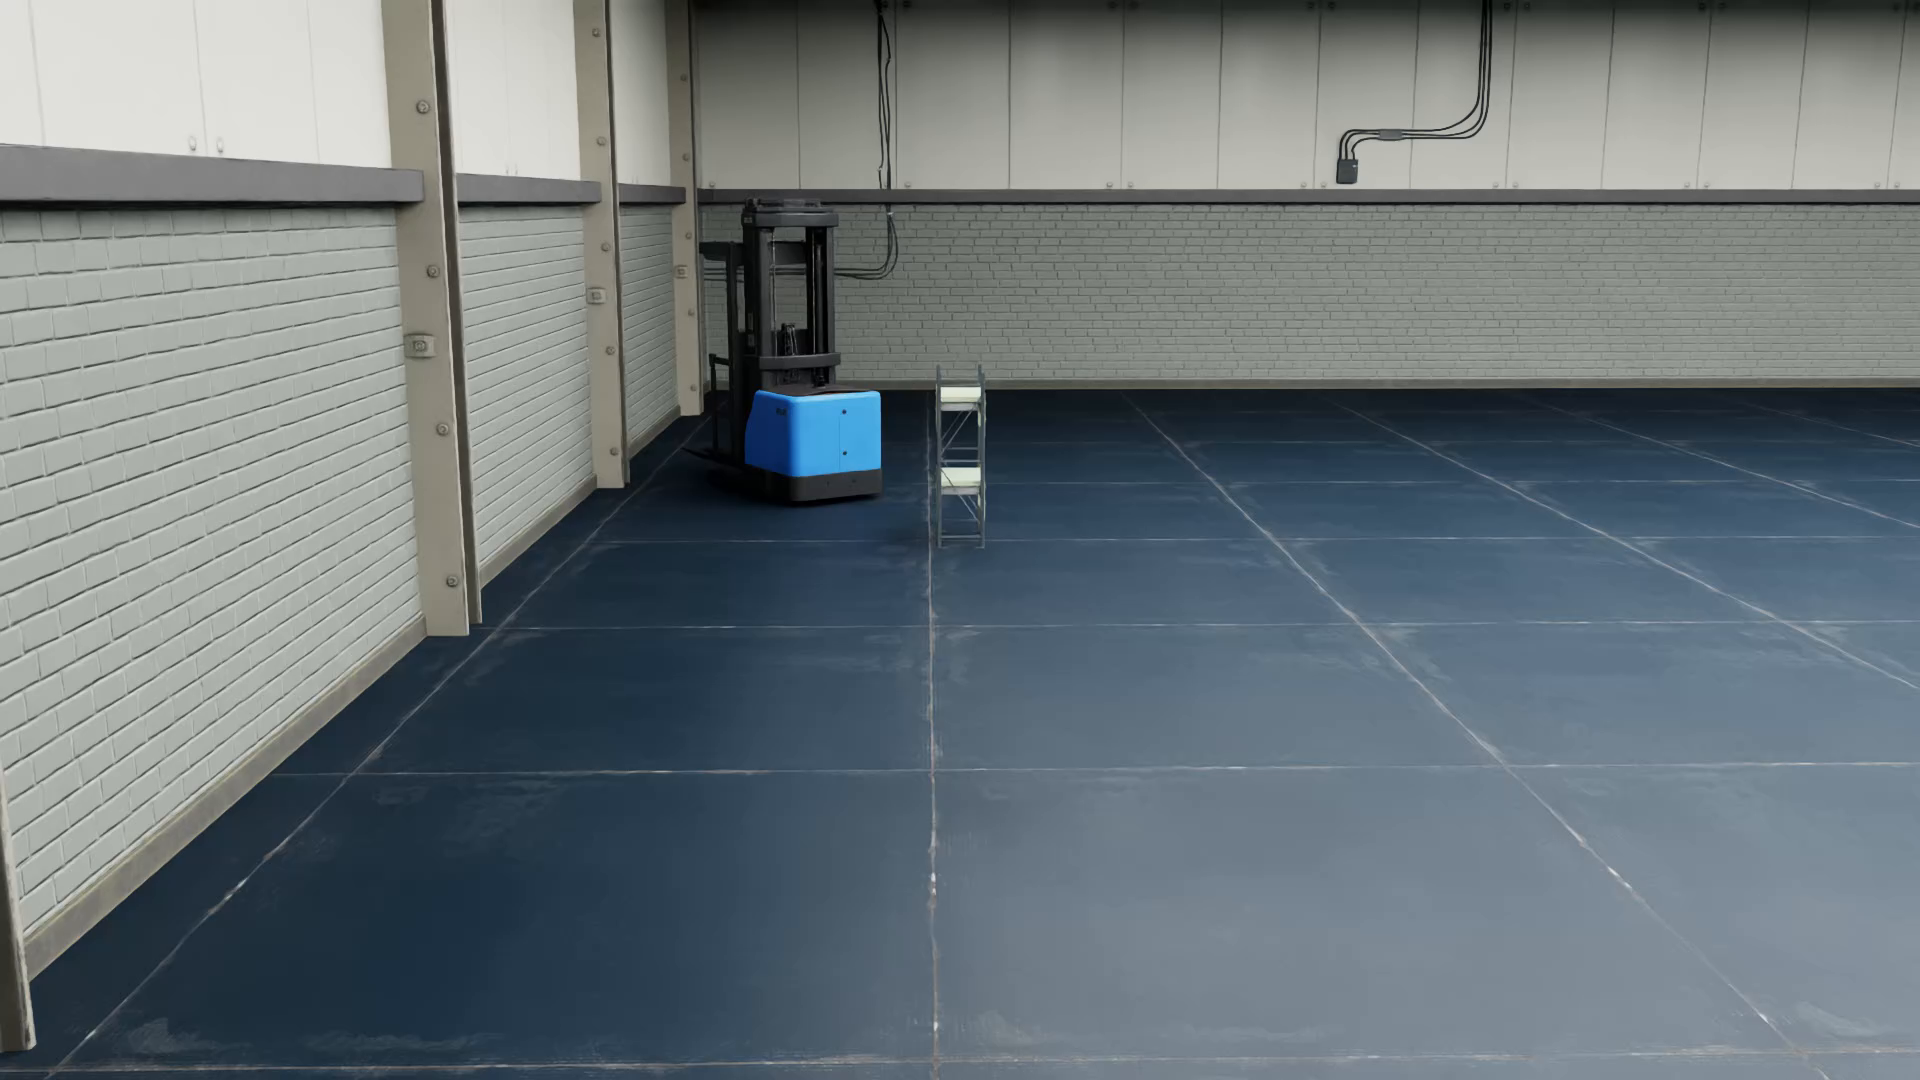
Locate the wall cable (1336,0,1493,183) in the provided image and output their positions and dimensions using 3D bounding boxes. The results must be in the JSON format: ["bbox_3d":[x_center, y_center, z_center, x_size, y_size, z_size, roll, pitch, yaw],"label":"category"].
[{"bbox_3d":[6.986,-8.475,25.146,2.305,6.003,0.169,0,11,-1],"label":"wall cable"}]

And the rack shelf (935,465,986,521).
[{"bbox_3d":[0.000,-0.417,14.481,0.431,0.370,0.720,0,11,-1],"label":"rack shelf"}]

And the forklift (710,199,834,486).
[{"bbox_3d":[-1.997,-2.039,17.239,1.121,2.935,3.031,-7,14,-33],"label":"forklift"}]

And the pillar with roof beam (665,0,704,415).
[{"bbox_3d":[0.537,-6.199,22.481,9.100,9.000,0.400,0,11,-1],"label":"pillar with roof beam"}]

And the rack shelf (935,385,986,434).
[{"bbox_3d":[0.000,-1.119,14.339,0.431,0.370,0.720,0,11,-1],"label":"rack shelf"}]

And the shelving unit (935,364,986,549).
[{"bbox_3d":[0.000,-0.736,14.417,0.431,1.500,0.755,0,11,-1],"label":"shelving unit"}]

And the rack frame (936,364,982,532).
[{"bbox_3d":[-0.008,-0.809,14.775,0.400,1.500,0.023,0,11,-1],"label":"rack frame"}]

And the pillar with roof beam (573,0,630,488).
[{"bbox_3d":[0.661,-5.006,16.602,9.100,9.000,0.400,0,11,-1],"label":"pillar with roof beam"}]

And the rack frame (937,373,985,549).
[{"bbox_3d":[0.007,-0.664,14.058,0.400,1.500,0.023,0,11,-1],"label":"rack frame"}]

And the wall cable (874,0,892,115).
[{"bbox_3d":[0.199,-7.737,25.169,3.097,2.526,0.112,0,11,-1],"label":"wall cable"}]
